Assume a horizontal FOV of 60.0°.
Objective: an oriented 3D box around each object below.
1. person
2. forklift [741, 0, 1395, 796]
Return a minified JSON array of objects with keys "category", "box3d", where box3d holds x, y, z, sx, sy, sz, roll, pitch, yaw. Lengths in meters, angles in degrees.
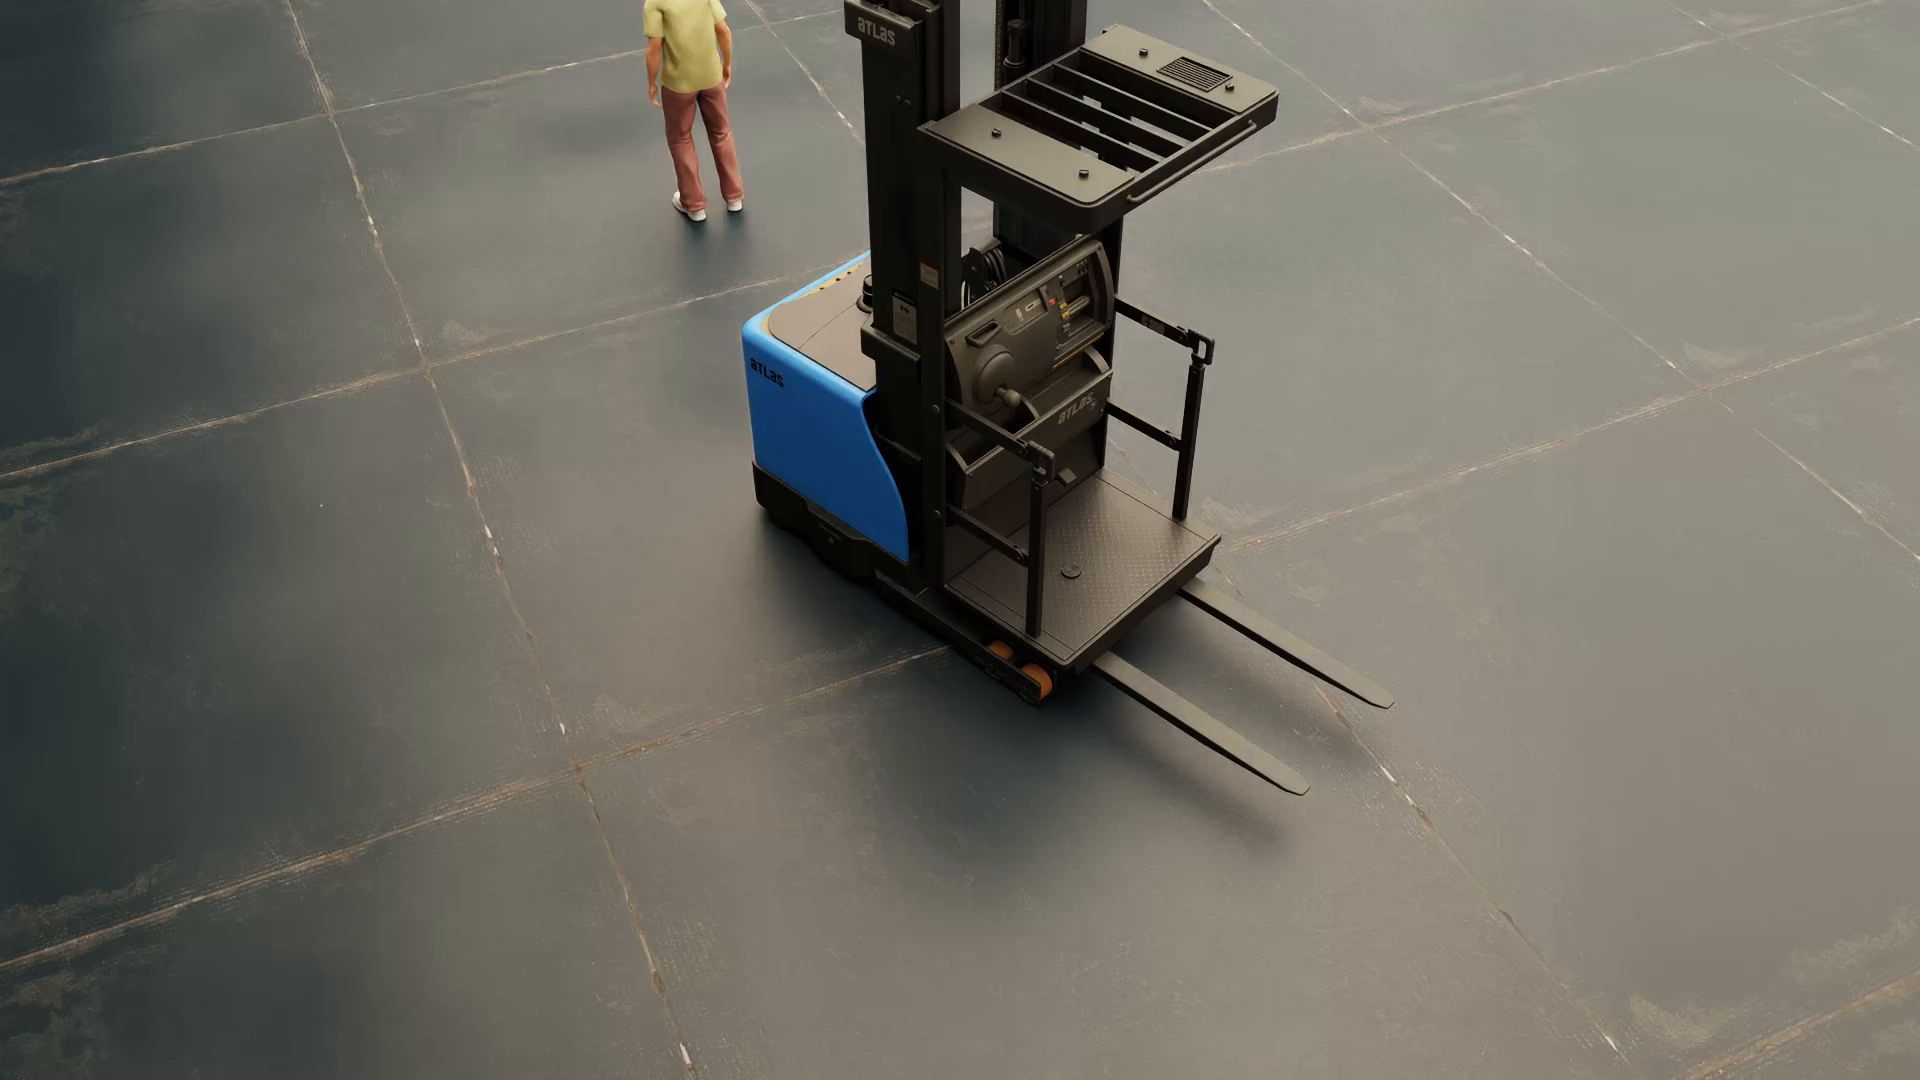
[{"category":"person","box3d":[-1.520,-2.598,9.386,0.518,1.673,0.356,-20,47,-20]},{"category":"forklift","box3d":[0.445,-0.788,6.525,3.031,2.935,1.130,32,52,30]}]
